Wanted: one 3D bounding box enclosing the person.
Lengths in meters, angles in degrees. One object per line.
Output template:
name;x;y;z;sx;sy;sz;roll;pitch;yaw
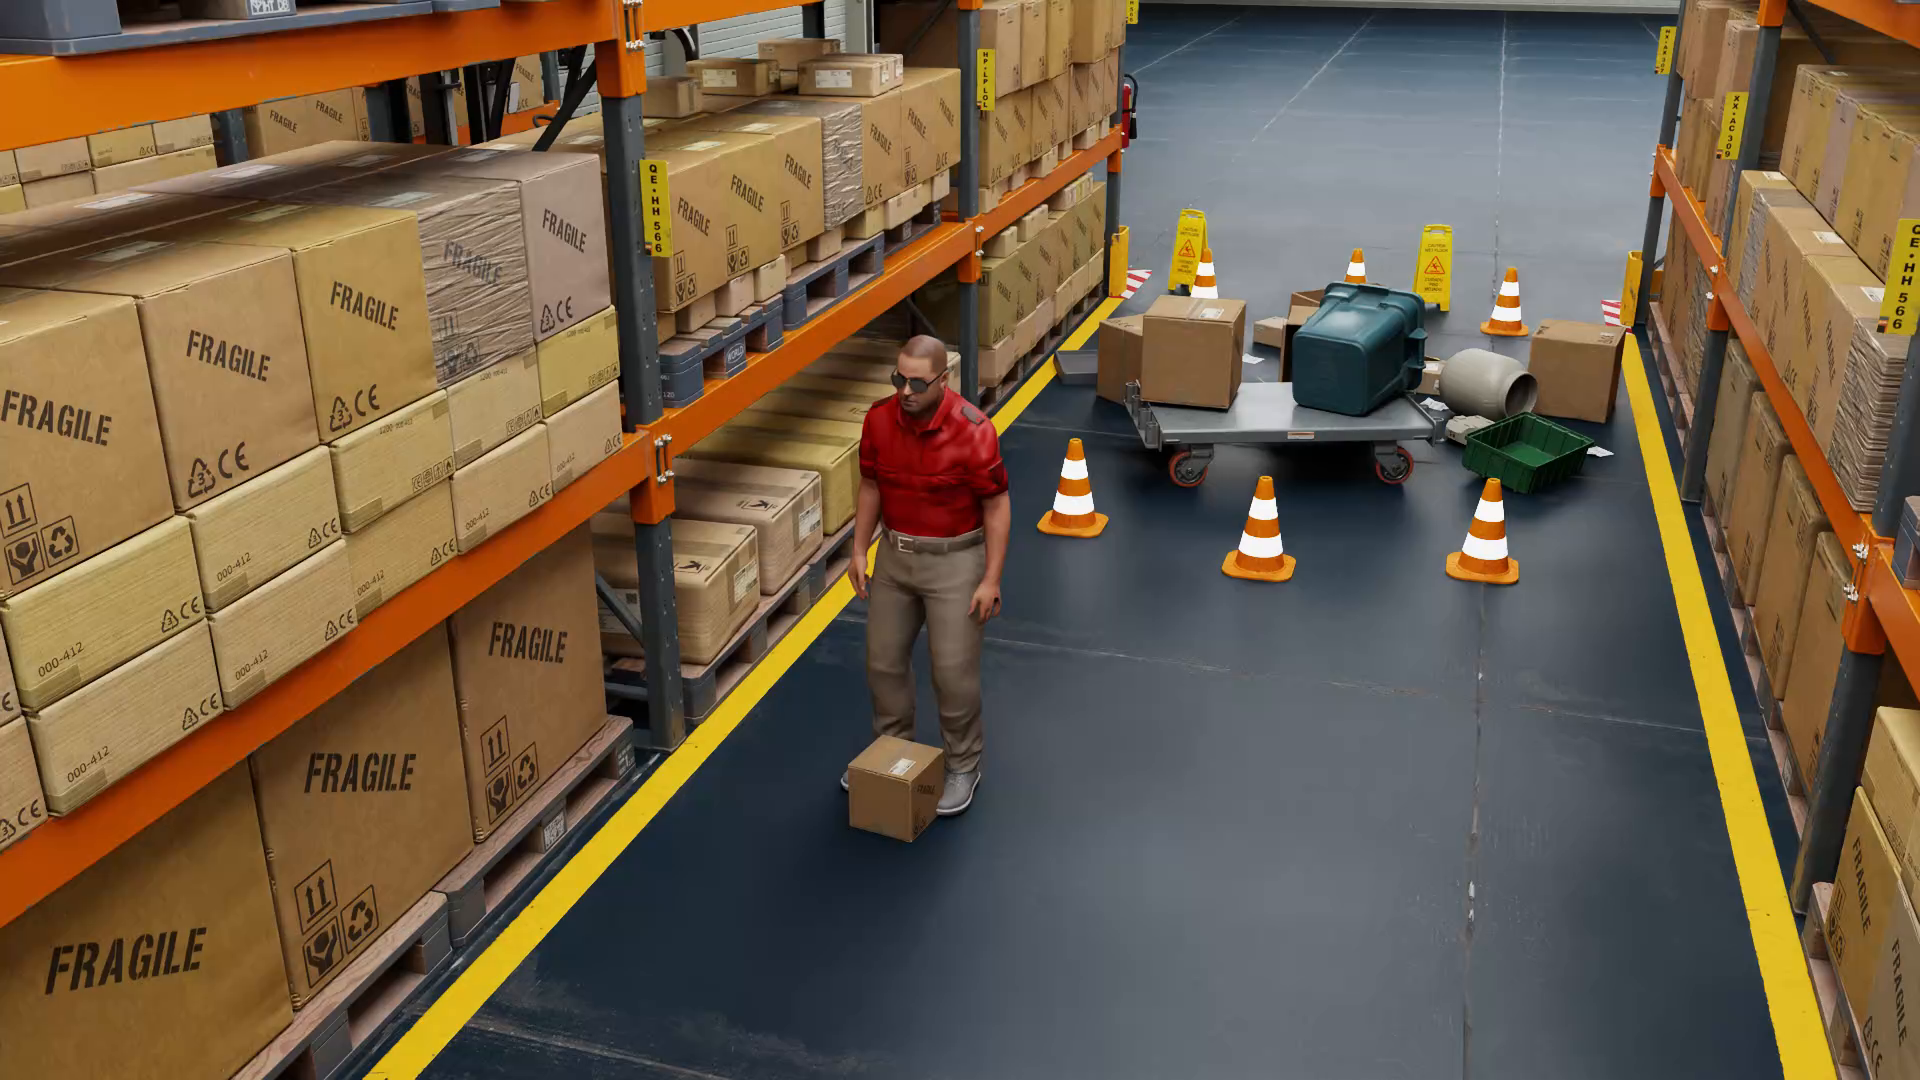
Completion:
person;-0.117;0.108;5.836;0.587;1.726;0.389;11;24;26
